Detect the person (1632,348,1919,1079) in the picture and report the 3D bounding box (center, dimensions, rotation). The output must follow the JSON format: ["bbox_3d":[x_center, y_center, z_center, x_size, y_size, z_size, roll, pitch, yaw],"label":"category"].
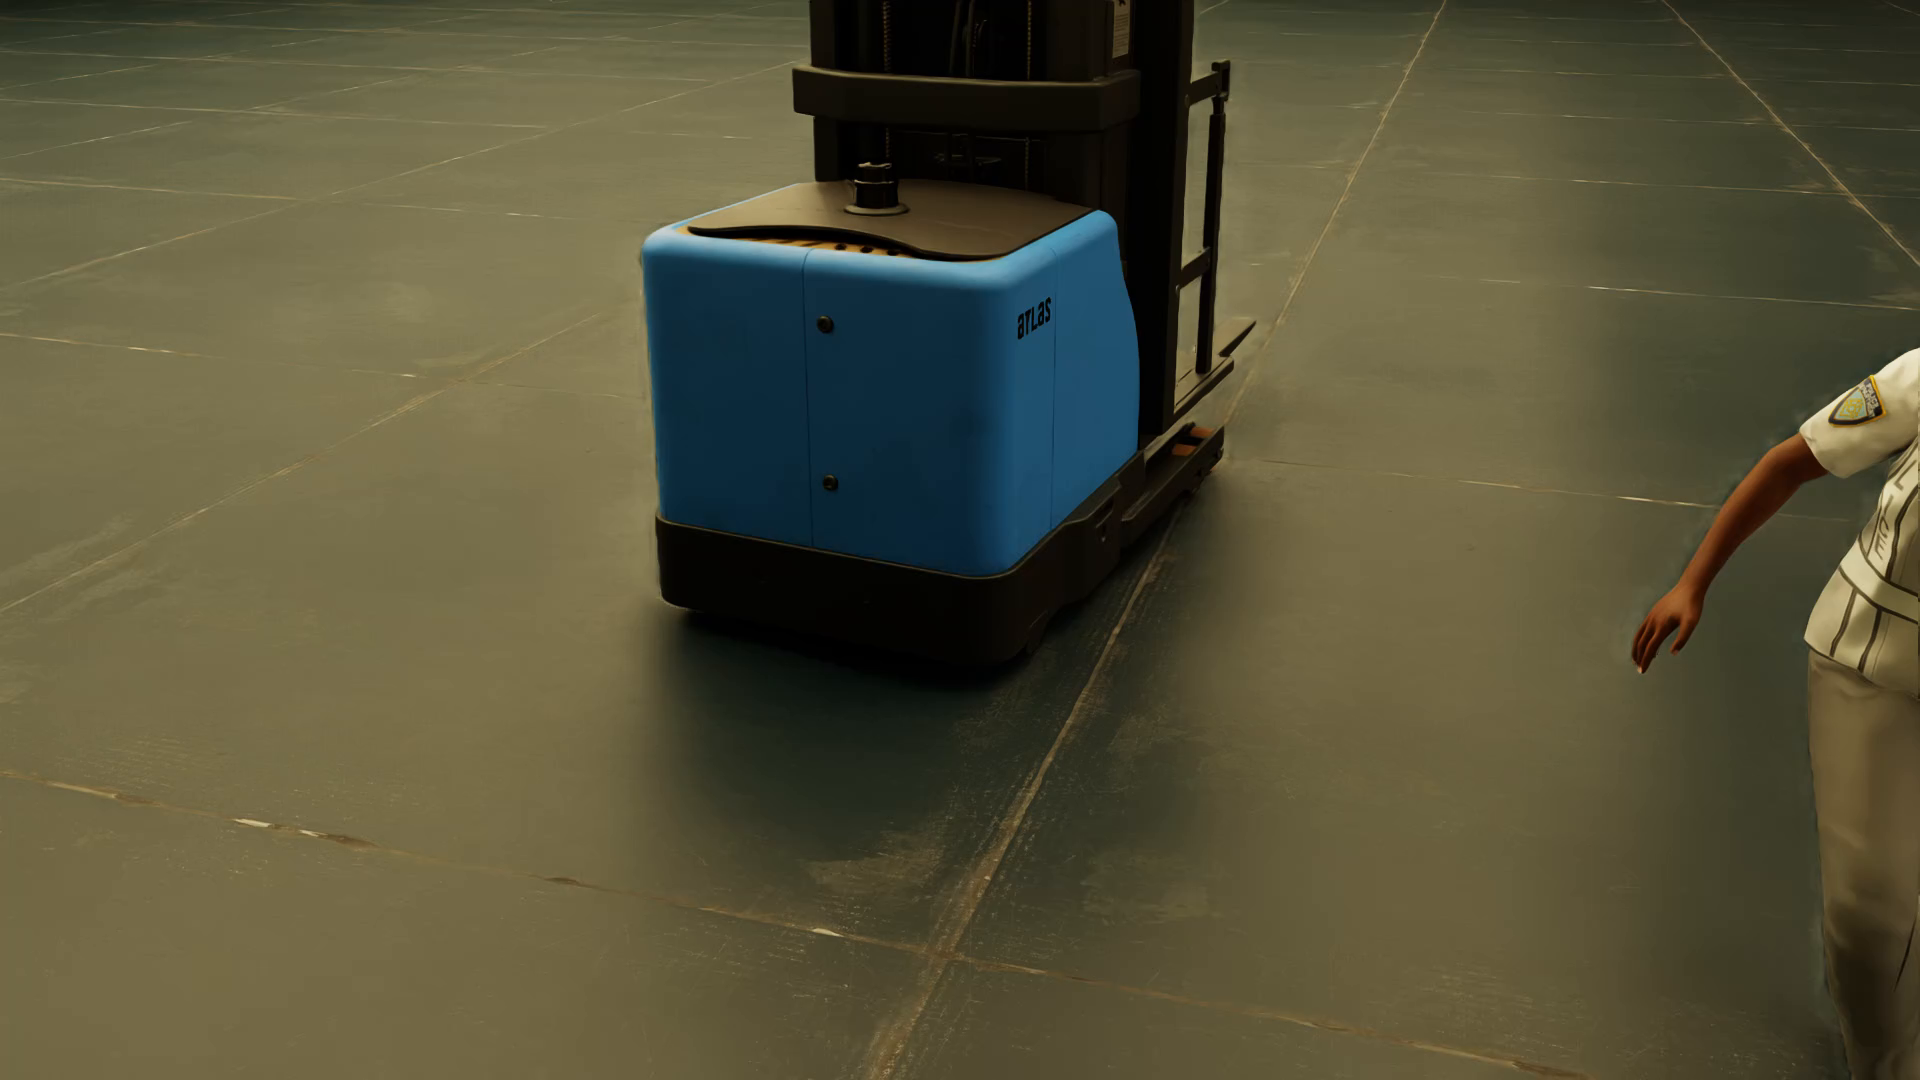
[{"bbox_3d":[1.424,0.256,2.489,0.799,1.549,0.804,11,25,25],"label":"person"}]

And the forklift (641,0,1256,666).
[{"bbox_3d":[0.250,-1.568,5.076,1.130,2.935,3.031,10,24,23],"label":"forklift"}]
